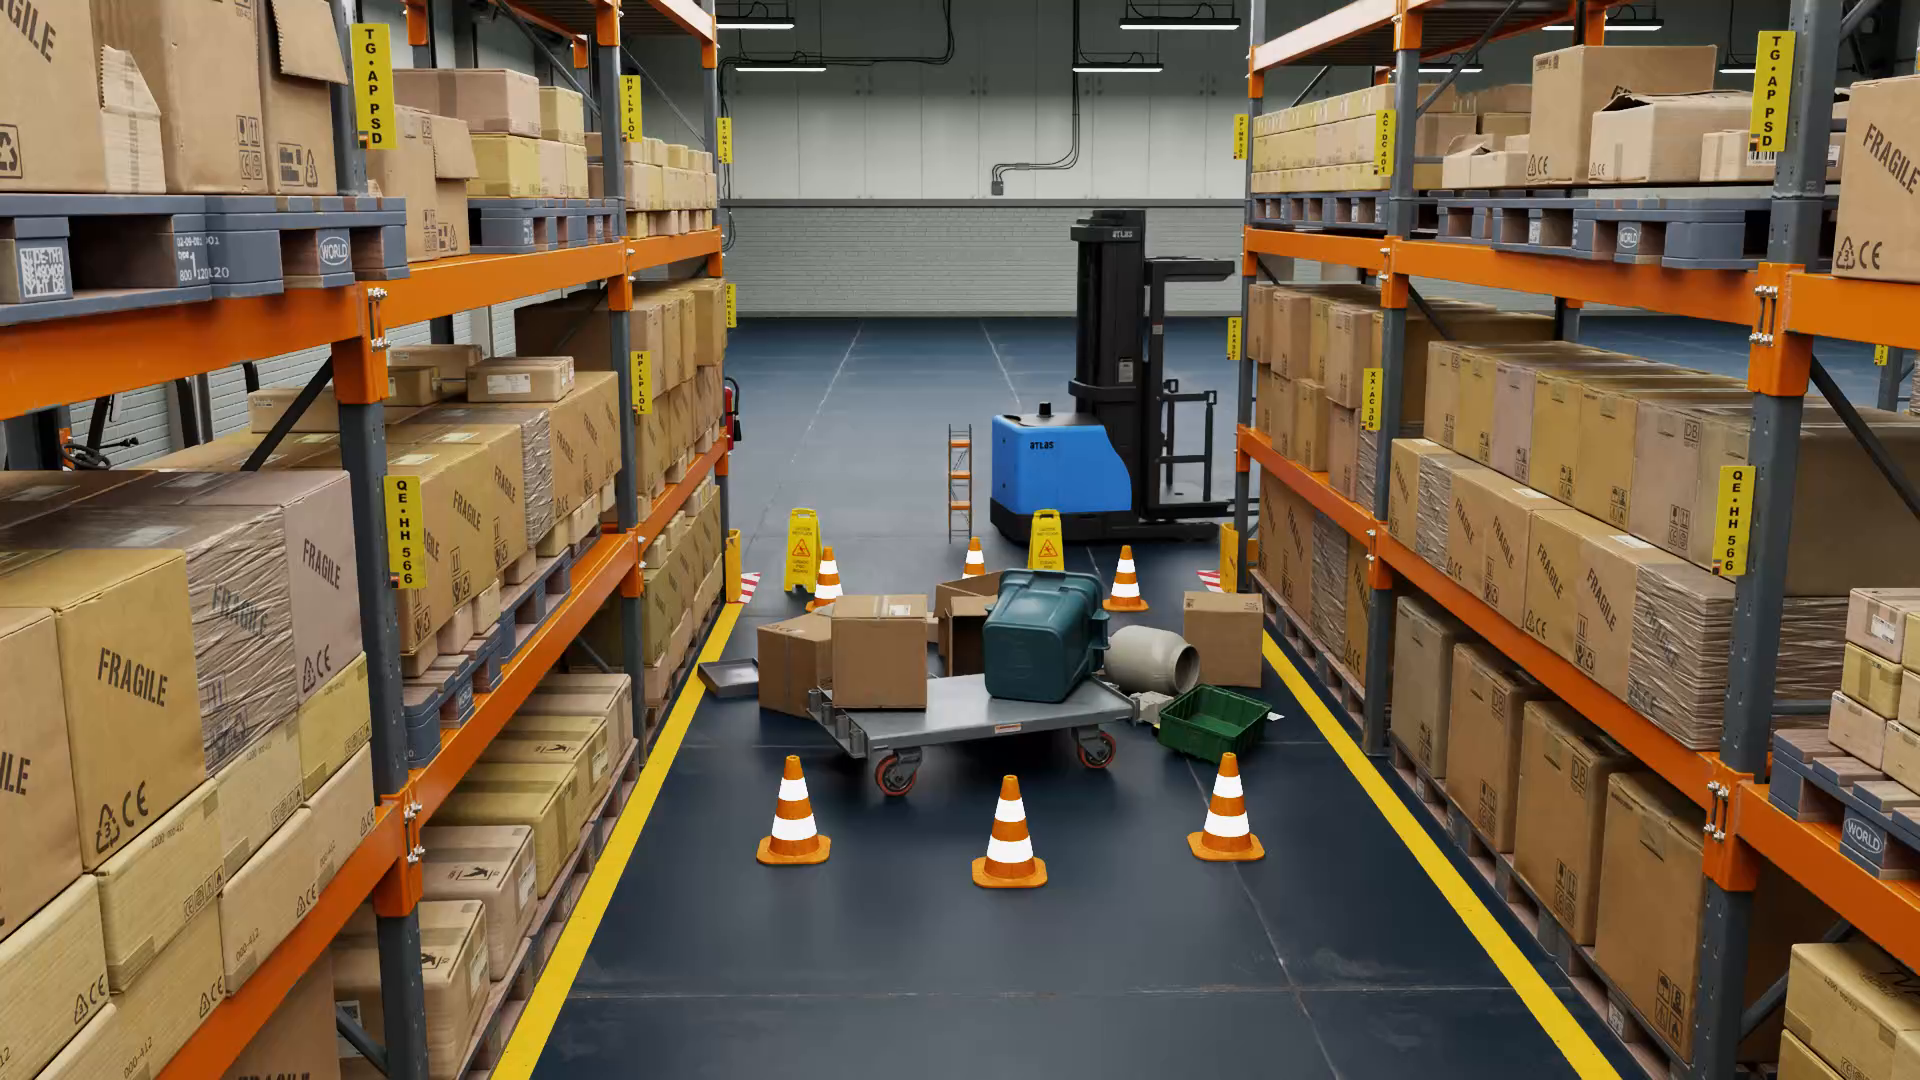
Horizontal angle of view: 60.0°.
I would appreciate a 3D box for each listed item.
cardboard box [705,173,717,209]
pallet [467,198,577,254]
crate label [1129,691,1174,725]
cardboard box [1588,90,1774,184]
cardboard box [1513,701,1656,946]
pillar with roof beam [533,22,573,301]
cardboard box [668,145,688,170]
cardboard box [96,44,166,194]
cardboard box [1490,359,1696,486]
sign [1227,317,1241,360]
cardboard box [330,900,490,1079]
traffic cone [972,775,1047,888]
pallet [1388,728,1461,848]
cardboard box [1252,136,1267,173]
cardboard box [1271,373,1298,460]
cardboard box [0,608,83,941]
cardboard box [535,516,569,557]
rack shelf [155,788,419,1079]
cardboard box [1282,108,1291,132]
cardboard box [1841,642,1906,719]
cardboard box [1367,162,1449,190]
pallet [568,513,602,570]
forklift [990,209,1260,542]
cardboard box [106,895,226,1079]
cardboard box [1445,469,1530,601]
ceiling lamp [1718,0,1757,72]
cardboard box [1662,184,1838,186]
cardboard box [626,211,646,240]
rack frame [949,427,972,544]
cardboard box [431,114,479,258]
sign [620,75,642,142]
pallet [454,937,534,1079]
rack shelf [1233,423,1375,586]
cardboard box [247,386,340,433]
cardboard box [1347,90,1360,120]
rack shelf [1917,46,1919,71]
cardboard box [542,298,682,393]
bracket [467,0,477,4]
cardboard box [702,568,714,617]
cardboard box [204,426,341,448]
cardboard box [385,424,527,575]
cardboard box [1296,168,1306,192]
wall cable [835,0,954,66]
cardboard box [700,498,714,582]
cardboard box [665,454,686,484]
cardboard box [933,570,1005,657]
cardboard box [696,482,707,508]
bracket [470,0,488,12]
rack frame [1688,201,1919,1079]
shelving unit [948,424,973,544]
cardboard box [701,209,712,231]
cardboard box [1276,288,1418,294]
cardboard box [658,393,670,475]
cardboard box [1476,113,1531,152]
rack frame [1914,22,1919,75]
[{"bbox_3d":[-2.010,-2.483,11.837,0.500,0.250,0.500,0,11,-2],"label":"cardboard box"},{"bbox_3d":[-2.276,-1.294,6.823,1.213,0.211,1.003,0,11,-1],"label":"pallet"},{"bbox_3d":[1.124,0.990,9.833,0.298,0.136,0.250,-10,15,-40],"label":"crate label"},{"bbox_3d":[2.501,-1.379,5.683,0.500,0.311,0.500,0,11,-1],"label":"cardboard box"},{"bbox_3d":[2.878,1.110,6.643,1.050,0.750,0.750,0,11,0],"label":"cardboard box"},{"bbox_3d":[-4.331,-8.606,34.847,9.100,9.000,0.548,0,11,-1],"label":"pillar with roof beam"},{"bbox_3d":[-1.922,-2.408,10.466,0.380,0.149,0.250,0,11,0],"label":"cardboard box"},{"bbox_3d":[-1.746,-0.788,3.138,0.396,0.266,0.258,-1,11,-3],"label":"cardboard box"},{"bbox_3d":[2.779,-0.524,7.331,0.700,0.500,0.500,0,11,-1],"label":"cardboard box"},{"bbox_3d":[2.102,-1.543,12.745,0.100,0.325,0.005,0,11,-1],"label":"sign"},{"bbox_3d":[-2.126,1.519,5.580,0.950,0.372,0.625,-1,12,-5],"label":"cardboard box"},{"bbox_3d":[0.224,1.292,7.528,0.336,0.463,0.334,0,11,-1],"label":"traffic cone"},{"bbox_3d":[2.831,1.233,8.448,1.003,0.211,1.213,0,11,-1],"label":"pallet"},{"bbox_3d":[2.411,-2.781,12.002,0.500,0.250,0.500,0,11,-1],"label":"cardboard box"},{"bbox_3d":[2.629,-0.860,11.377,0.875,0.550,0.550,0,11,-1],"label":"cardboard box"},{"bbox_3d":[-1.826,0.413,2.711,0.500,0.500,0.500,0,11,-2],"label":"cardboard box"},{"bbox_3d":[-1.914,-0.024,7.211,0.380,0.149,0.250,0,11,-1],"label":"cardboard box"},{"bbox_3d":[-2.083,1.299,2.919,1.077,0.370,4.000,0,11,-1],"label":"rack shelf"},{"bbox_3d":[2.366,-2.804,11.111,0.380,0.149,0.250,0,11,-2],"label":"cardboard box"},{"bbox_3d":[2.632,0.377,4.482,0.380,0.149,0.250,0,11,1],"label":"cardboard box"},{"bbox_3d":[2.413,-1.959,8.951,0.380,0.149,0.250,0,11,-1],"label":"cardboard box"},{"bbox_3d":[-2.337,0.001,7.993,1.003,0.211,1.213,0,11,-1],"label":"pallet"},{"bbox_3d":[1.854,-1.516,15.162,3.031,2.935,1.130,-3,12,-13],"label":"forklift"},{"bbox_3d":[-1.834,0.924,3.338,0.500,0.250,0.500,0,11,-2],"label":"cardboard box"},{"bbox_3d":[2.501,-0.030,7.410,0.500,0.500,0.500,0,11,-1],"label":"cardboard box"},{"bbox_3d":[17.855,-11.983,36.810,2.000,3.185,0.800,0,11,-1],"label":"ceiling lamp"},{"bbox_3d":[3.007,-1.519,6.373,0.500,0.311,0.500,0,11,-2],"label":"cardboard box"},{"bbox_3d":[-1.915,-1.708,9.021,0.380,0.149,0.250,0,11,-1],"label":"cardboard box"},{"bbox_3d":[0.004,-0.480,14.783,0.200,1.050,0.008,0,11,-1],"label":"rack frame"},{"bbox_3d":[-2.184,-1.274,5.992,0.797,0.503,0.637,0,11,-1],"label":"cardboard box"},{"bbox_3d":[-1.652,-2.165,8.352,0.100,0.325,0.005,0,11,-1],"label":"sign"},{"bbox_3d":[-2.139,1.761,5.850,1.003,0.211,1.213,0,11,-1],"label":"pallet"},{"bbox_3d":[2.699,-0.331,10.957,1.077,0.370,4.000,0,11,-1],"label":"rack shelf"},{"bbox_3d":[-2.440,-0.493,6.258,0.380,0.149,0.250,-1,11,-4],"label":"cardboard box"},{"bbox_3d":[2.404,-2.450,9.367,0.380,0.149,0.250,0,11,-1],"label":"cardboard box"},{"bbox_3d":[7.660,-3.270,10.362,1.077,0.370,4.000,0,11,-1],"label":"rack shelf"},{"bbox_3d":[-1.988,-1.121,9.524,0.700,0.500,0.500,0,11,-1],"label":"cardboard box"},{"bbox_3d":[-8.094,-8.567,25.599,0.076,0.066,4.783,0,11,-1],"label":"bracket"},{"bbox_3d":[-2.001,0.363,11.583,0.500,0.250,0.500,0,11,-1],"label":"cardboard box"},{"bbox_3d":[-2.445,-0.143,6.166,0.500,0.500,0.500,-1,12,-5],"label":"cardboard box"},{"bbox_3d":[-1.938,-0.151,6.202,0.500,0.500,0.500,0,11,0],"label":"cardboard box"},{"bbox_3d":[2.376,-2.312,10.691,0.380,0.149,0.250,0,11,-1],"label":"cardboard box"},{"bbox_3d":[-1.699,-13.578,43.024,3.097,2.526,0.112,0,11,-1],"label":"wall cable"},{"bbox_3d":[-1.998,-0.005,11.512,0.500,0.500,0.500,0,11,1],"label":"cardboard box"},{"bbox_3d":[-1.910,-0.441,10.320,0.380,0.149,0.250,0,11,-1],"label":"cardboard box"},{"bbox_3d":[0.278,0.521,11.224,0.797,0.503,0.637,-10,15,-40],"label":"cardboard box"},{"bbox_3d":[-1.936,-0.304,11.354,0.380,0.149,0.250,0,11,0],"label":"cardboard box"},{"bbox_3d":[-8.147,-9.079,28.124,0.235,0.232,0.430,0,11,-1],"label":"bracket"},{"bbox_3d":[2.823,0.509,5.006,1.000,3.000,0.127,0,11,-1],"label":"rack frame"},{"bbox_3d":[0.001,-0.504,14.902,0.215,1.050,0.252,0,11,-1],"label":"shelving unit"},{"bbox_3d":[-1.965,-2.269,11.785,0.380,0.149,0.250,0,11,-1],"label":"cardboard box"},{"bbox_3d":[2.730,-1.501,11.821,0.875,0.550,0.550,0,11,-1],"label":"cardboard box"},{"bbox_3d":[-1.971,-0.629,9.615,0.500,0.500,0.500,0,11,-1],"label":"cardboard box"},{"bbox_3d":[3.010,-2.182,9.046,0.500,0.250,0.500,0,11,-1],"label":"cardboard box"},{"bbox_3d":[7.618,-4.022,12.250,1.000,3.000,0.127,0,11,-1],"label":"rack frame"}]
